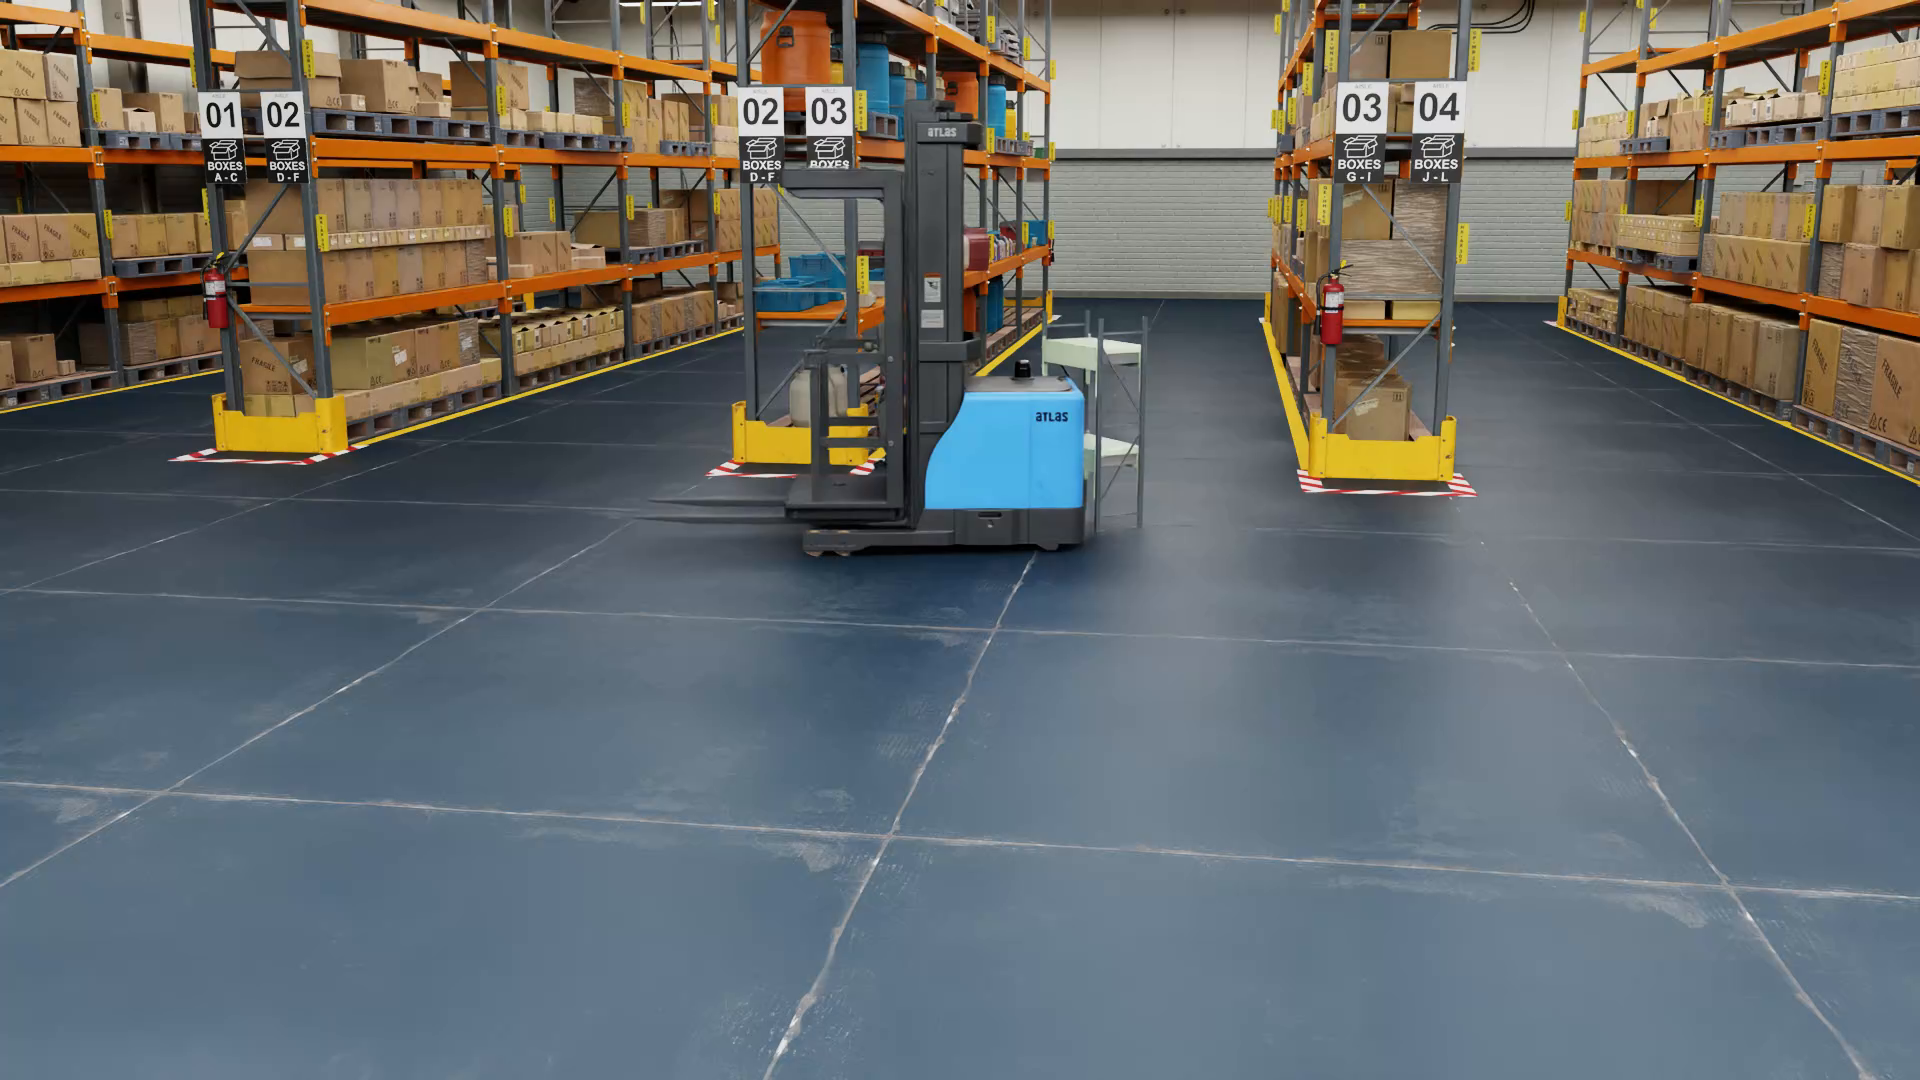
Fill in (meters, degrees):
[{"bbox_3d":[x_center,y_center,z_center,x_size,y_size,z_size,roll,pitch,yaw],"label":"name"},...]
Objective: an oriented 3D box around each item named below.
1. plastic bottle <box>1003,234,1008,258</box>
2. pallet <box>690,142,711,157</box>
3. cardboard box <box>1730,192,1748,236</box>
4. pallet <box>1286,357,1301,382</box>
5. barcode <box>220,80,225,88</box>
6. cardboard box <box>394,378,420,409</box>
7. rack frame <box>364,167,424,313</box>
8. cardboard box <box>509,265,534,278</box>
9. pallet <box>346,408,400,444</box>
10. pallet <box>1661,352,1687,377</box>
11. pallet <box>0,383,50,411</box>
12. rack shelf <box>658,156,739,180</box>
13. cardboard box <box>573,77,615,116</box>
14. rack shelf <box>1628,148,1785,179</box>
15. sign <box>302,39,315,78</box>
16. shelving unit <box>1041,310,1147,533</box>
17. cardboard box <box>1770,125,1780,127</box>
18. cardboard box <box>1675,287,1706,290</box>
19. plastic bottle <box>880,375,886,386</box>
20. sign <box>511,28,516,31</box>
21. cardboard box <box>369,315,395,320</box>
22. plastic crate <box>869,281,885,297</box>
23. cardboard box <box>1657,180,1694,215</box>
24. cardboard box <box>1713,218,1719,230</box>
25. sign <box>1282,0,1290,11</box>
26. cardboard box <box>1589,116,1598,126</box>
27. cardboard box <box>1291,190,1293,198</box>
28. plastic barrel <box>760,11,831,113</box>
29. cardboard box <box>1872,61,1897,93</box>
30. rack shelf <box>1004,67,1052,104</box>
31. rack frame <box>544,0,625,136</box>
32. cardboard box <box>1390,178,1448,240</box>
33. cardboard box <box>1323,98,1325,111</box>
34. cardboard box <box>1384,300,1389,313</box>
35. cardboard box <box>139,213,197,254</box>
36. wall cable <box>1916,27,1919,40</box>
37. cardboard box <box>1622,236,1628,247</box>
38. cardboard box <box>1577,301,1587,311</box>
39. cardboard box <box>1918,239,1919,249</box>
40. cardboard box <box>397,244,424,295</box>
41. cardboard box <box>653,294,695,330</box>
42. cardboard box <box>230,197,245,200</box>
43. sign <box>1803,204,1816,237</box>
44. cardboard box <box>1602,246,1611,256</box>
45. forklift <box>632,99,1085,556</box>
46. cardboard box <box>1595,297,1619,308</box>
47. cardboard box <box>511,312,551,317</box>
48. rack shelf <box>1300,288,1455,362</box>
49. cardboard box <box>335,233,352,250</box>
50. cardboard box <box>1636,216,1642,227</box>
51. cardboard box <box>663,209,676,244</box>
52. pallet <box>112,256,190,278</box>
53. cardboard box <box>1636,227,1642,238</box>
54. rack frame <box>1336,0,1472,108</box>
[{"bbox_3d":[0.652,-4.424,25.019,0.144,0.351,0.185,2,12,9],"label":"plastic bottle"},{"bbox_3d":[-4.593,-6.052,25.784,1.213,0.211,1.003,2,12,9],"label":"pallet"},{"bbox_3d":[9.479,-3.814,19.462,0.700,0.500,0.500,2,12,8],"label":"cardboard box"},{"bbox_3d":[4.627,-2.131,20.882,1.003,0.211,1.213,2,12,9],"label":"pallet"},{"bbox_3d":[-6.699,-4.142,15.095,0.001,0.075,0.075,2,12,9],"label":"barcode"},{"bbox_3d":[-5.816,-1.487,16.804,0.500,0.250,0.500,2,12,9],"label":"cardboard box"},{"bbox_3d":[-9.319,-4.971,27.440,1.000,3.000,0.127,2,12,9],"label":"rack frame"},{"bbox_3d":[-5.316,-3.201,19.823,0.380,0.149,0.250,2,12,9],"label":"cardboard box"},{"bbox_3d":[-6.193,-1.111,16.147,1.003,0.211,1.213,2,12,9],"label":"pallet"},{"bbox_3d":[9.756,-2.275,21.548,1.003,0.211,1.213,2,12,9],"label":"pallet"},{"bbox_3d":[-10.803,-1.547,18.171,1.003,0.211,1.213,2,12,9],"label":"pallet"},{"bbox_3d":[-4.116,-6.342,28.391,1.077,0.370,4.000,2,12,9],"label":"rack shelf"},{"bbox_3d":[-4.965,-6.073,22.824,0.500,0.500,0.500,2,12,9],"label":"cardboard box"},{"bbox_3d":[9.942,-5.006,22.191,1.077,0.370,4.000,2,12,9],"label":"rack shelf"},{"bbox_3d":[-5.722,-4.227,14.602,0.100,0.325,0.005,2,12,9],"label":"sign"},{"bbox_3d":[0.951,-0.873,11.983,0.431,1.500,0.755,-7,14,-28],"label":"shelving unit"},{"bbox_3d":[9.760,-4.950,19.542,0.380,0.166,0.250,2,12,9],"label":"cardboard box"},{"bbox_3d":[10.293,-3.388,23.251,0.500,0.250,0.500,2,12,11],"label":"cardboard box"},{"bbox_3d":[-0.788,-1.591,17.160,0.061,0.283,0.133,2,12,9],"label":"plastic bottle"},{"bbox_3d":[-8.170,-9.211,30.470,0.100,0.325,0.005,2,12,9],"label":"sign"},{"bbox_3d":[-9.424,-3.801,26.116,0.750,0.750,0.750,2,12,10],"label":"cardboard box"},{"bbox_3d":[-0.760,-2.510,16.645,0.530,0.136,0.437,2,12,9],"label":"plastic crate"},{"bbox_3d":[10.560,-5.077,24.615,0.500,0.500,0.500,2,12,10],"label":"cardboard box"},{"bbox_3d":[10.019,-4.101,21.588,0.380,0.149,0.250,1,12,6],"label":"cardboard box"},{"bbox_3d":[4.820,-7.979,24.566,0.100,0.325,0.005,2,12,9],"label":"sign"},{"bbox_3d":[10.381,-6.756,26.824,0.380,0.149,0.250,2,12,9],"label":"cardboard box"},{"bbox_3d":[5.274,-4.896,24.472,0.797,0.503,0.637,2,12,7],"label":"cardboard box"},{"bbox_3d":[-1.426,-4.139,14.443,0.600,0.830,0.708,2,12,9],"label":"plastic barrel"},{"bbox_3d":[8.514,-4.132,14.844,0.500,0.250,0.500,2,12,8],"label":"cardboard box"},{"bbox_3d":[0.778,-7.452,27.369,1.077,0.370,4.000,2,12,9],"label":"rack shelf"},{"bbox_3d":[-5.039,-6.911,22.203,1.000,3.000,0.127,2,12,9],"label":"rack frame"},{"bbox_3d":[3.873,-2.780,13.958,0.500,0.500,0.500,2,12,9],"label":"cardboard box"},{"bbox_3d":[3.616,-4.082,15.604,0.380,0.149,0.250,2,12,8],"label":"cardboard box"},{"bbox_3d":[3.927,-2.076,14.603,0.380,0.149,0.250,2,12,9],"label":"cardboard box"},{"bbox_3d":[-10.274,-3.929,21.322,0.700,0.500,0.500,4,13,16],"label":"cardboard box"},{"bbox_3d":[19.858,-9.022,31.910,2.988,3.039,0.133,2,12,9],"label":"wall cable"},{"bbox_3d":[9.698,-4.265,23.765,0.380,0.149,0.250,2,12,10],"label":"cardboard box"},{"bbox_3d":[10.336,-3.838,27.247,0.380,0.149,0.250,2,12,10],"label":"cardboard box"},{"bbox_3d":[8.713,-2.717,14.060,0.875,0.550,0.550,2,12,9],"label":"cardboard box"},{"bbox_3d":[-5.949,-2.781,17.042,0.700,0.500,0.500,2,12,10],"label":"cardboard box"},{"bbox_3d":[-4.378,-3.486,25.436,0.500,0.500,0.500,2,12,9],"label":"cardboard box"},{"bbox_3d":[-10.121,-4.812,23.931,0.500,0.250,0.500,2,12,10],"label":"cardboard box"},{"bbox_3d":[8.482,-3.185,16.594,0.100,0.325,0.005,2,12,9],"label":"sign"},{"bbox_3d":[10.171,-4.473,25.727,0.380,0.149,0.250,1,12,6],"label":"cardboard box"},{"bbox_3d":[-0.690,-1.442,11.225,3.031,2.935,1.130,0,12,-1],"label":"forklift"},{"bbox_3d":[10.146,-3.710,25.948,0.380,0.149,0.250,1,12,6],"label":"cardboard box"},{"bbox_3d":[-5.563,-2.799,21.559,0.500,0.311,0.500,2,12,7],"label":"cardboard box"},{"bbox_3d":[3.826,-2.056,15.623,1.077,0.370,4.000,2,12,9],"label":"rack shelf"},{"bbox_3d":[-5.958,-2.809,15.631,0.380,0.149,0.250,2,12,7],"label":"cardboard box"},{"bbox_3d":[9.576,-4.397,22.966,0.380,0.149,0.250,2,12,8],"label":"cardboard box"},{"bbox_3d":[-4.634,-4.696,24.929,0.700,0.500,0.500,-1,12,-6],"label":"cardboard box"},{"bbox_3d":[-10.288,-3.366,20.450,1.003,0.211,1.213,2,12,9],"label":"pallet"},{"bbox_3d":[9.579,-4.251,22.990,0.380,0.149,0.250,2,12,11],"label":"cardboard box"},{"bbox_3d":[3.519,-4.924,12.983,1.000,3.000,0.127,2,12,9],"label":"rack frame"}]
